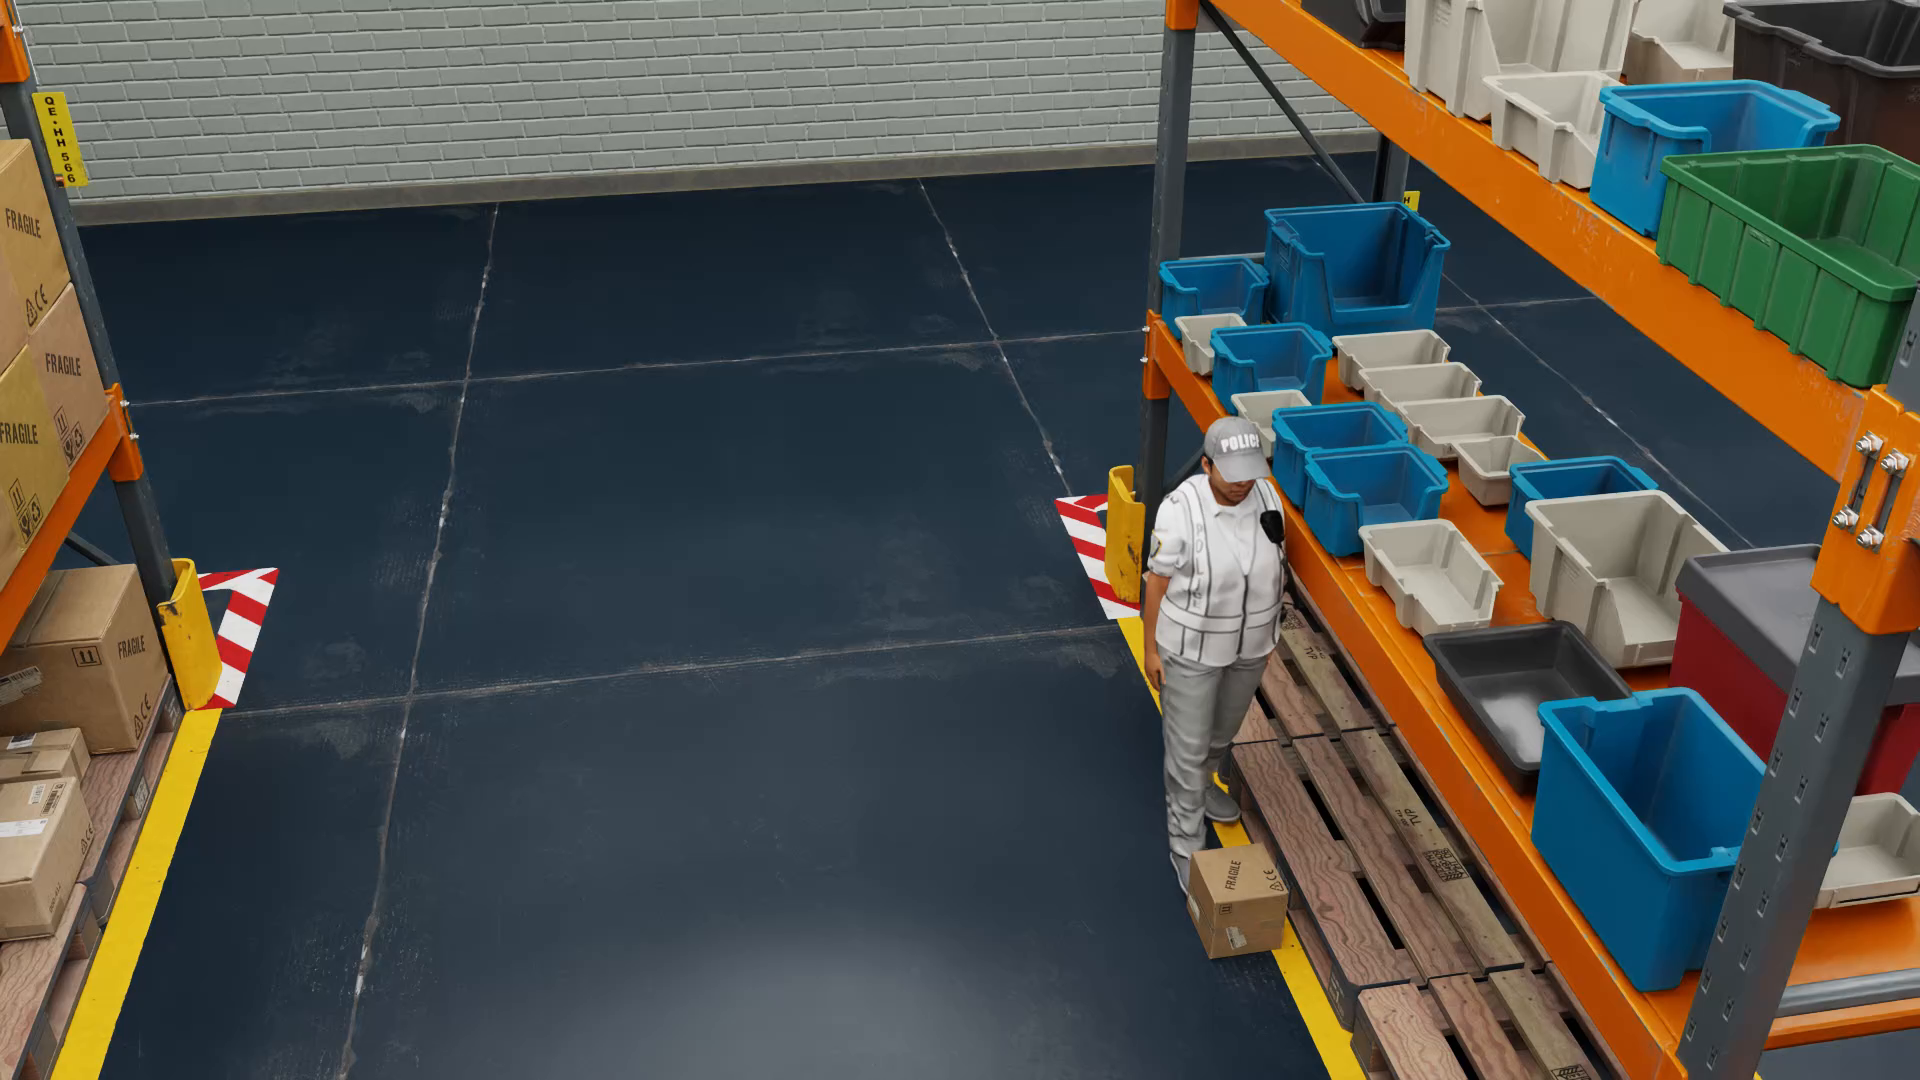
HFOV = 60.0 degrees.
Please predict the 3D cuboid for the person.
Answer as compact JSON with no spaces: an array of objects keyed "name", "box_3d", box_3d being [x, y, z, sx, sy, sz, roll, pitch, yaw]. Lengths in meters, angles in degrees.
[{"name":"person","box_3d":[0.866,0.364,5.509,0.484,1.660,0.654,-10,32,-17]}]
